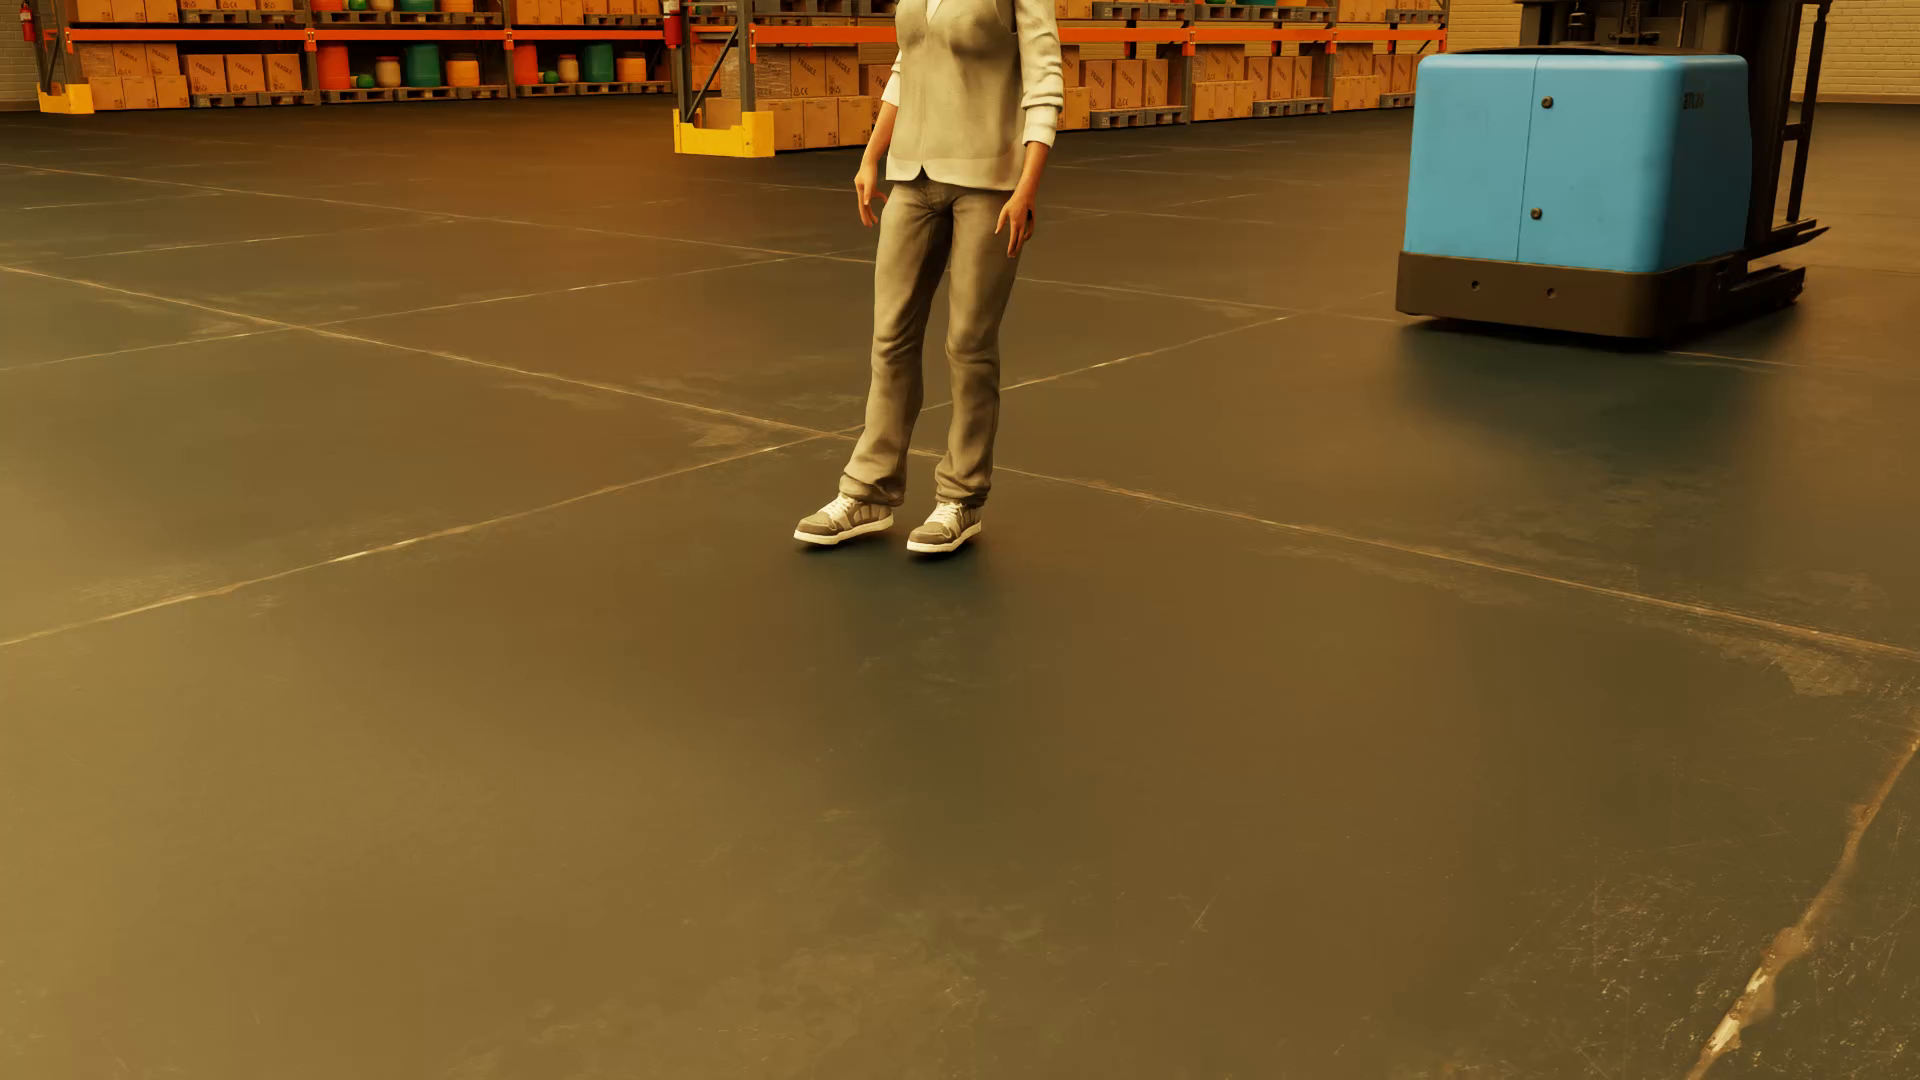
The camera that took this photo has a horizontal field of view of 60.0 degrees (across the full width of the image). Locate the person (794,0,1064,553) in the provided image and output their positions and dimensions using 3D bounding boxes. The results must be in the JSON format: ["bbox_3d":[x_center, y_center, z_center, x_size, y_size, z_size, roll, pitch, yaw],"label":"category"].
[{"bbox_3d":[-0.058,-0.754,3.663,0.520,1.590,0.475,13,21,37],"label":"person"}]

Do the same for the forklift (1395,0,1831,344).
[{"bbox_3d":[3.123,-2.499,7.128,1.130,2.935,3.031,14,22,39],"label":"forklift"}]
